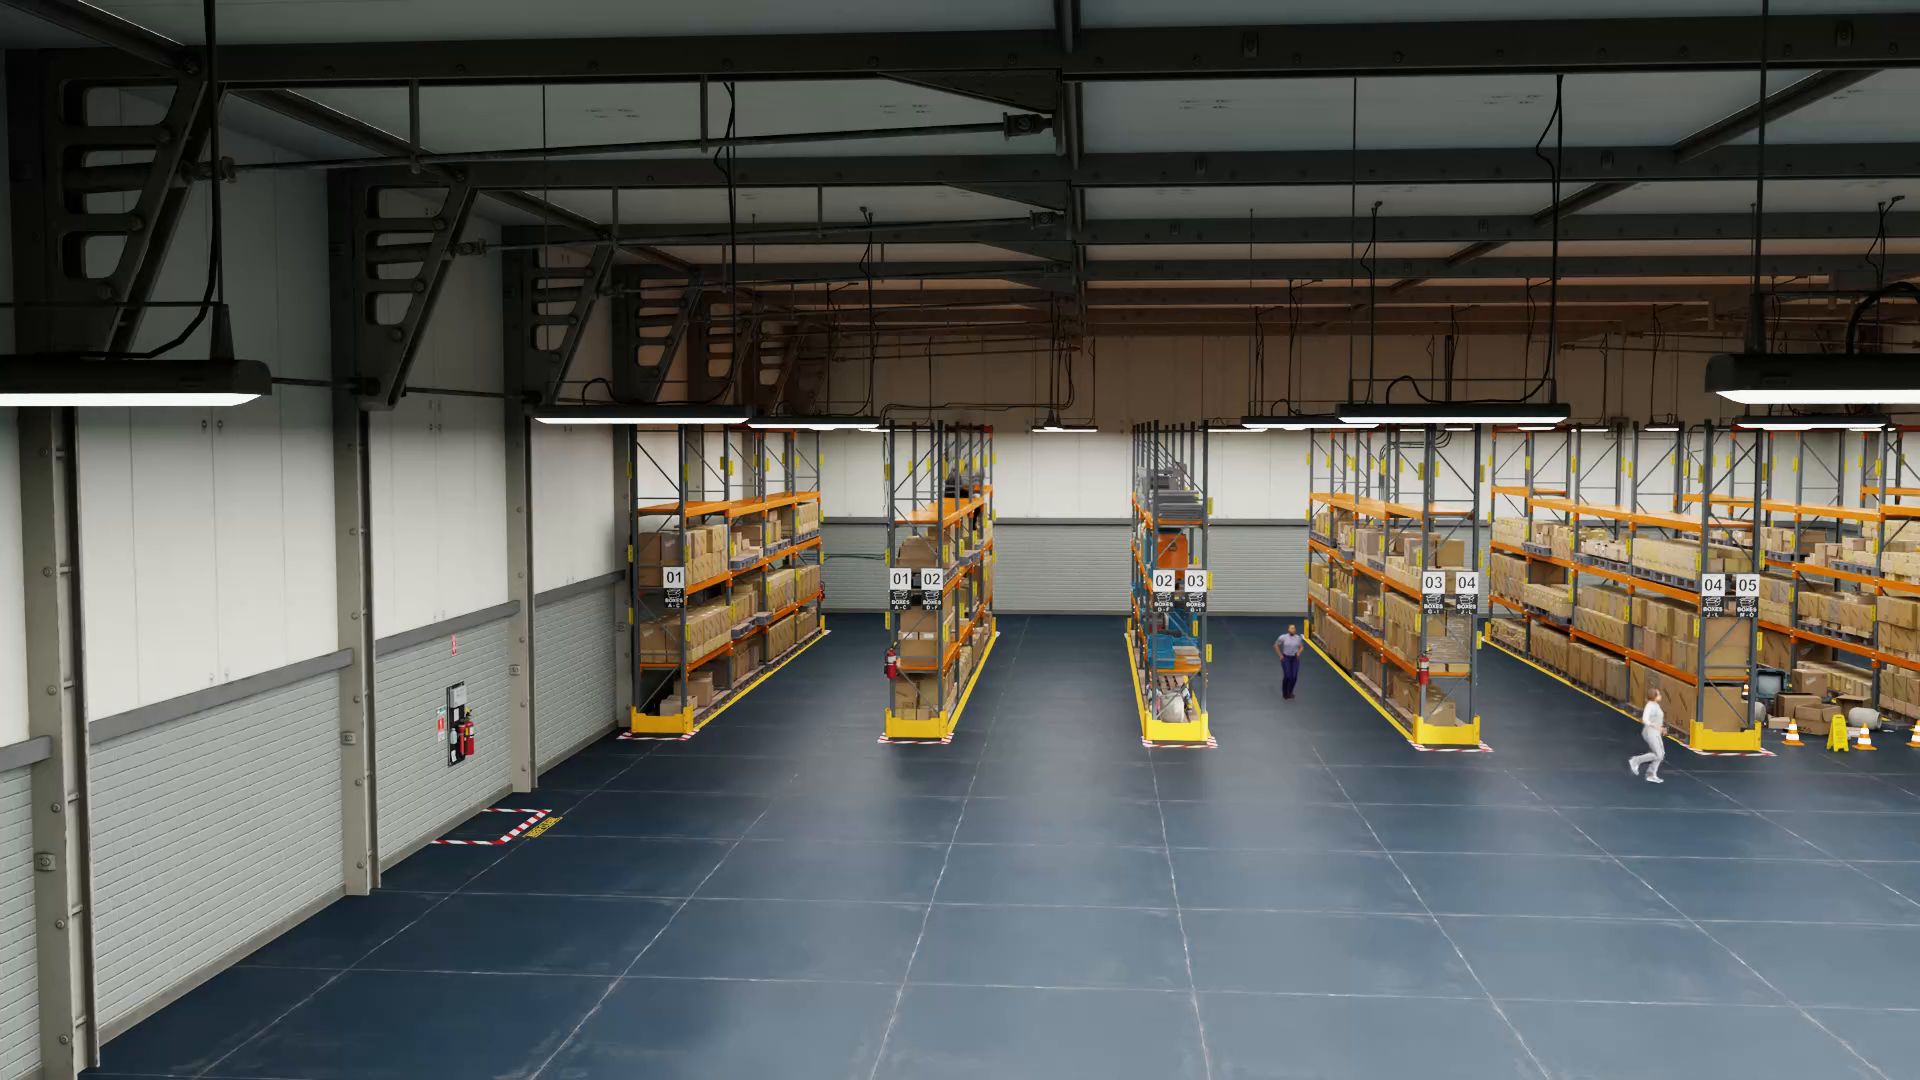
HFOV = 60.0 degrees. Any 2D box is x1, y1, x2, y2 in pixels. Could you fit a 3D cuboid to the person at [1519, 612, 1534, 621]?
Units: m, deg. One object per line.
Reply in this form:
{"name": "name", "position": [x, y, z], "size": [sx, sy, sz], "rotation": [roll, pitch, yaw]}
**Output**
{"name": "person", "position": [16.111, 1.862, 47.136], "size": [0.695, 1.714, 0.686], "rotation": [-3, 5, -43]}

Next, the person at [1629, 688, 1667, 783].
{"name": "person", "position": [11.375, 3.210, 27.429], "size": [0.575, 1.550, 0.529], "rotation": [3, 4, 35]}

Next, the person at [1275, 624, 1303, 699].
{"name": "person", "position": [7.166, 2.650, 36.051], "size": [0.593, 1.648, 0.547], "rotation": [0, 4, -6]}
